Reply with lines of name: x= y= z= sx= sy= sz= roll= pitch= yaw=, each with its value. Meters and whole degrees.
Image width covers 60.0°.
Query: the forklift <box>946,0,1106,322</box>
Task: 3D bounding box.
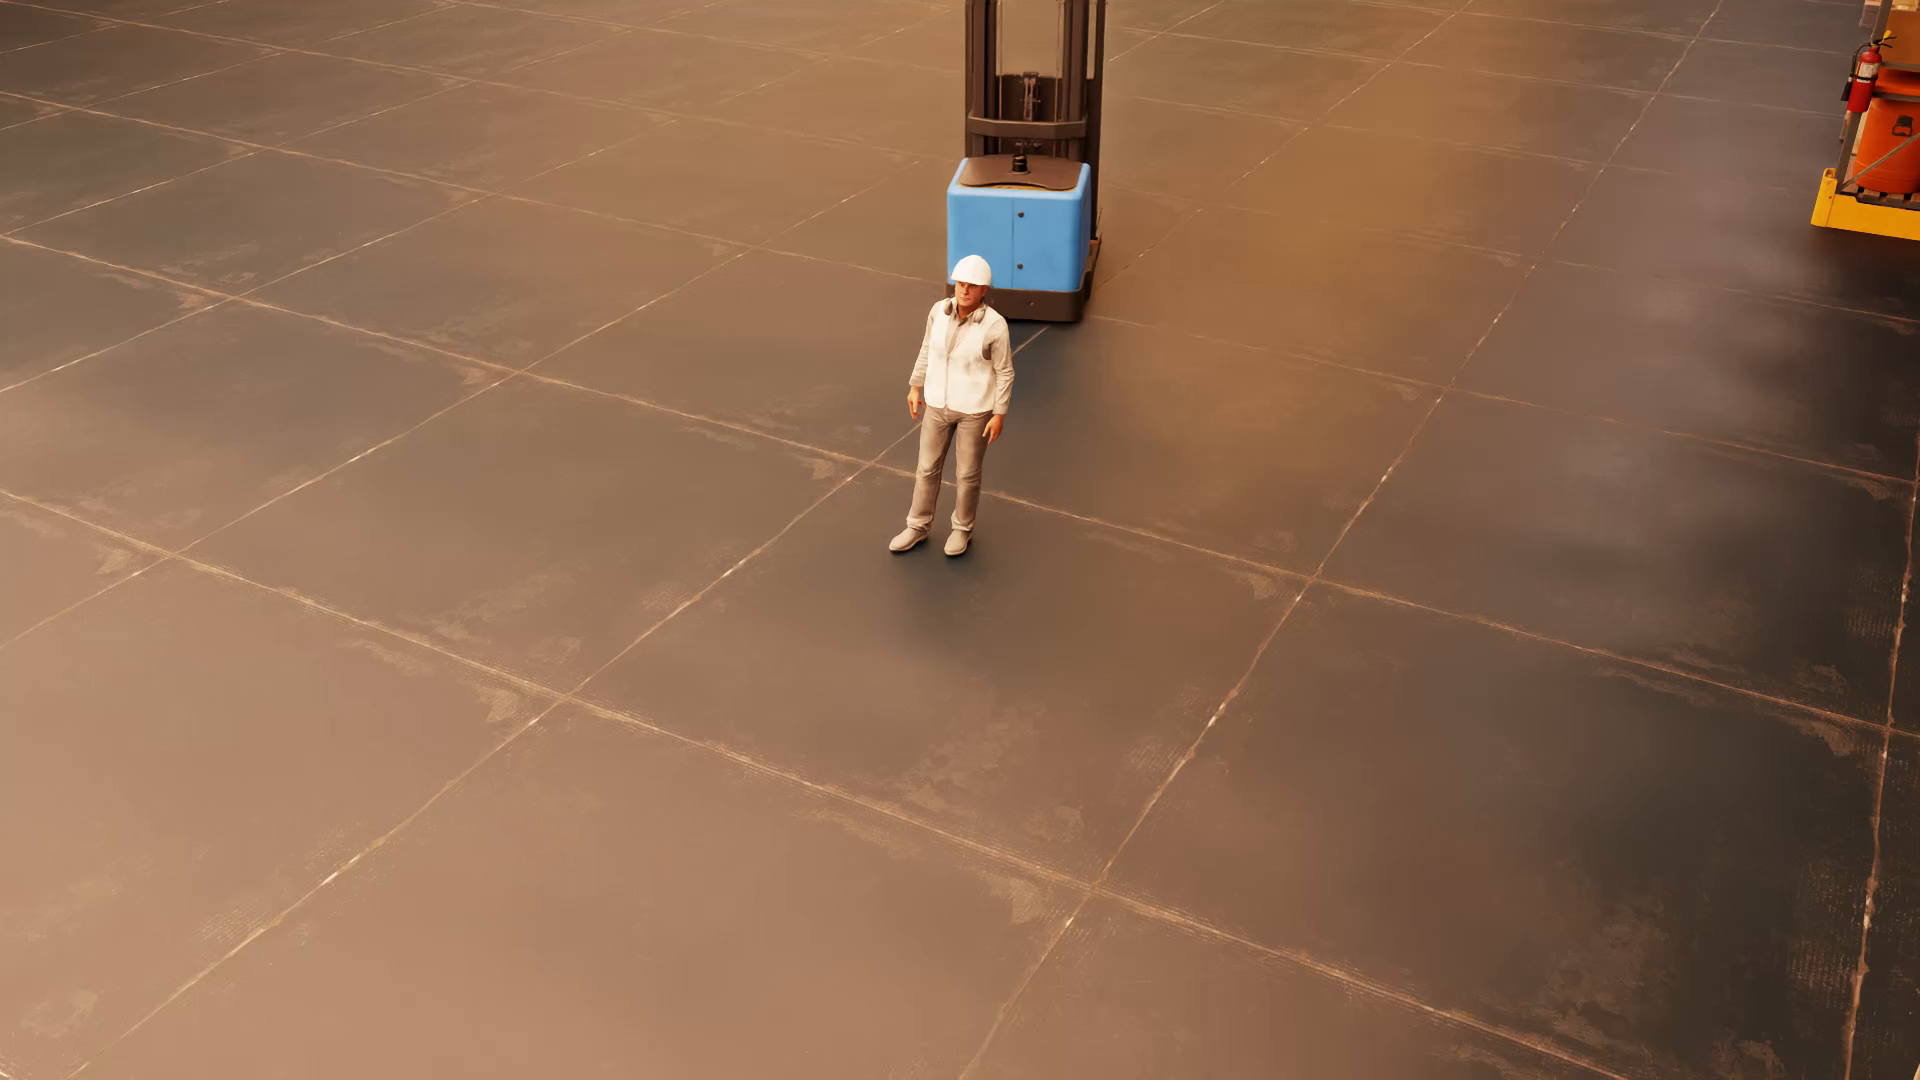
forklift: x=0.618 y=-3.662 z=13.416 sx=1.130 sy=2.935 sz=3.031 roll=4 pitch=30 yaw=7

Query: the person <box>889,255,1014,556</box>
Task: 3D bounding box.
person: x=-0.037 y=-0.750 z=9.512 sx=0.632 sy=1.773 sz=0.568 roll=15 pitch=33 yaw=25
